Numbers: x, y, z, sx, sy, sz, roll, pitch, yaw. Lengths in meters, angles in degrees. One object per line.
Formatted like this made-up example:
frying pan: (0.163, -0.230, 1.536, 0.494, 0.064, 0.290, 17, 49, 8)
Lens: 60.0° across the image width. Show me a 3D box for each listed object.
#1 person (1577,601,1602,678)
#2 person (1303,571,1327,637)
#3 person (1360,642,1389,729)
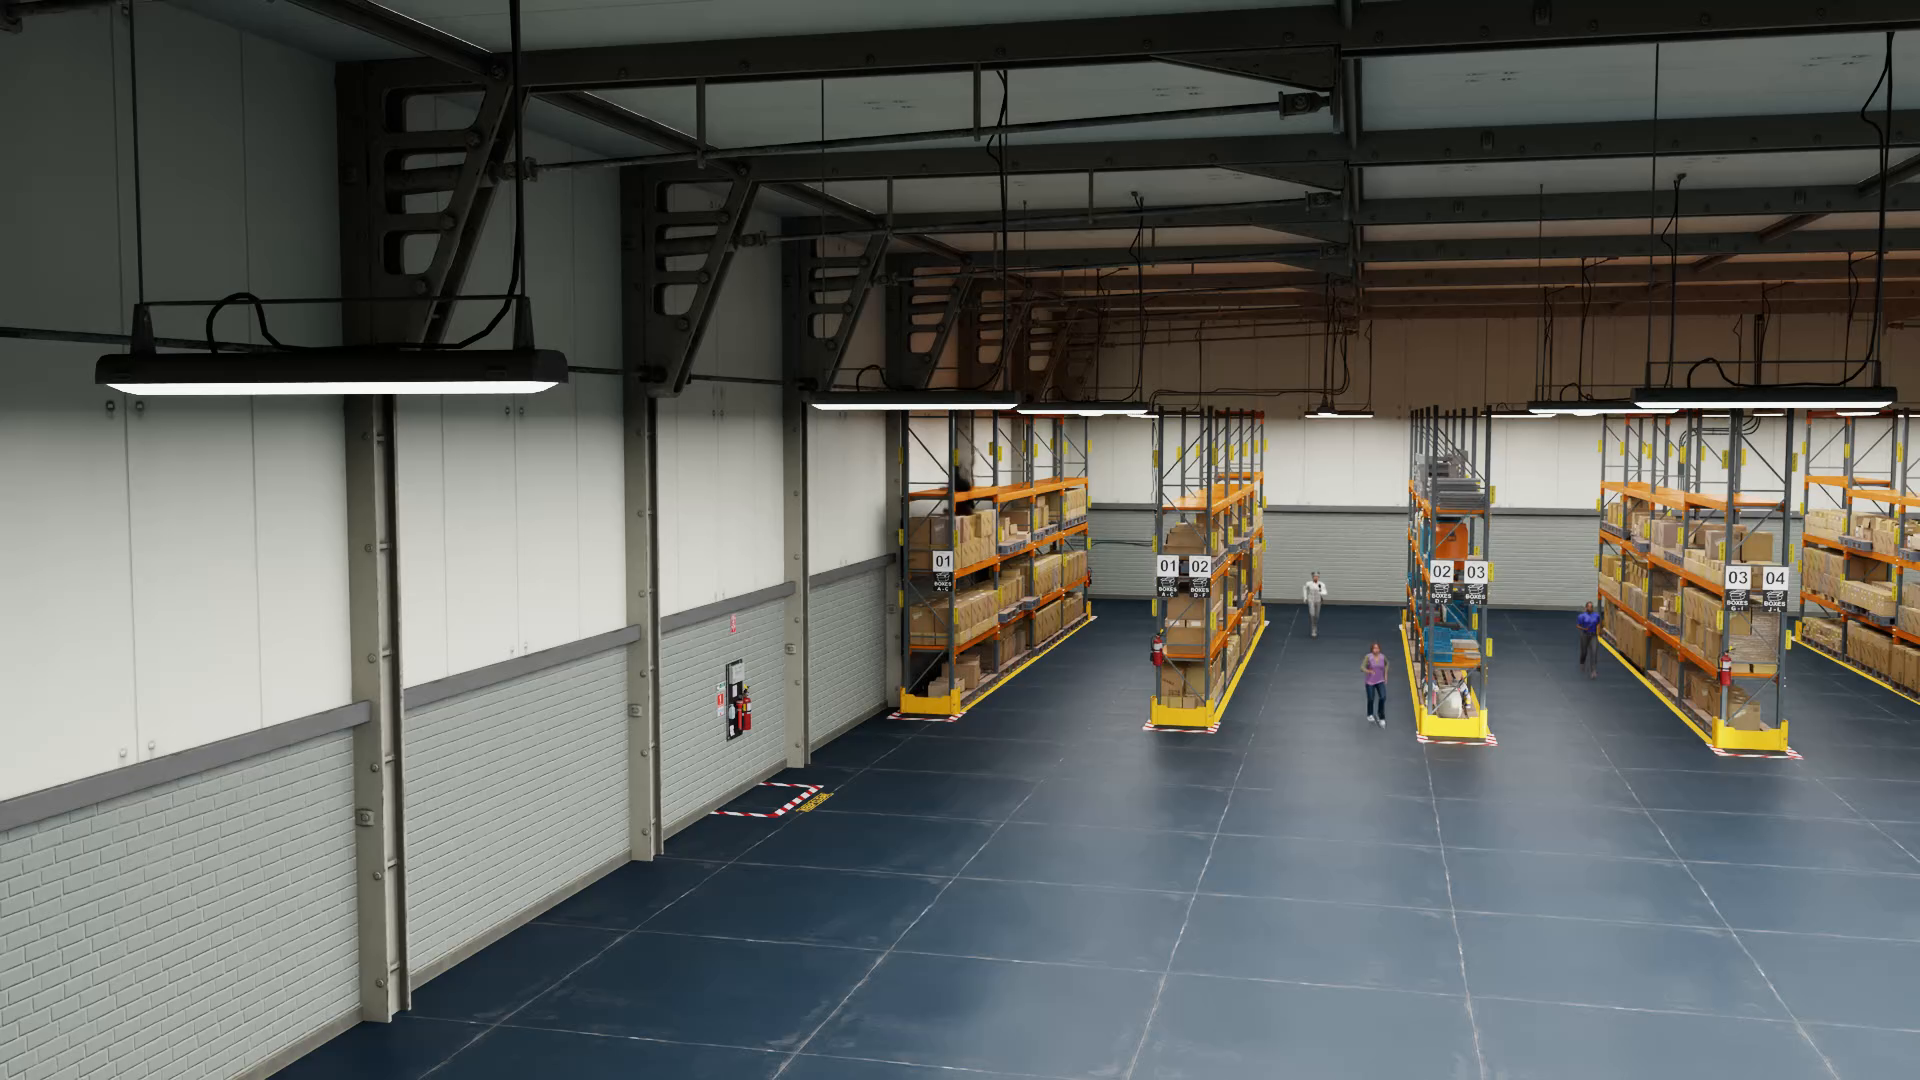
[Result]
person: (14.115, 2.209, 37.296, 0.577, 1.641, 0.941, 1, 4, 9)
person: (9.474, 1.688, 44.369, 0.581, 1.738, 0.832, 0, 4, 3)
person: (7.773, 2.708, 31.148, 0.565, 1.597, 0.744, 0, 4, 4)
